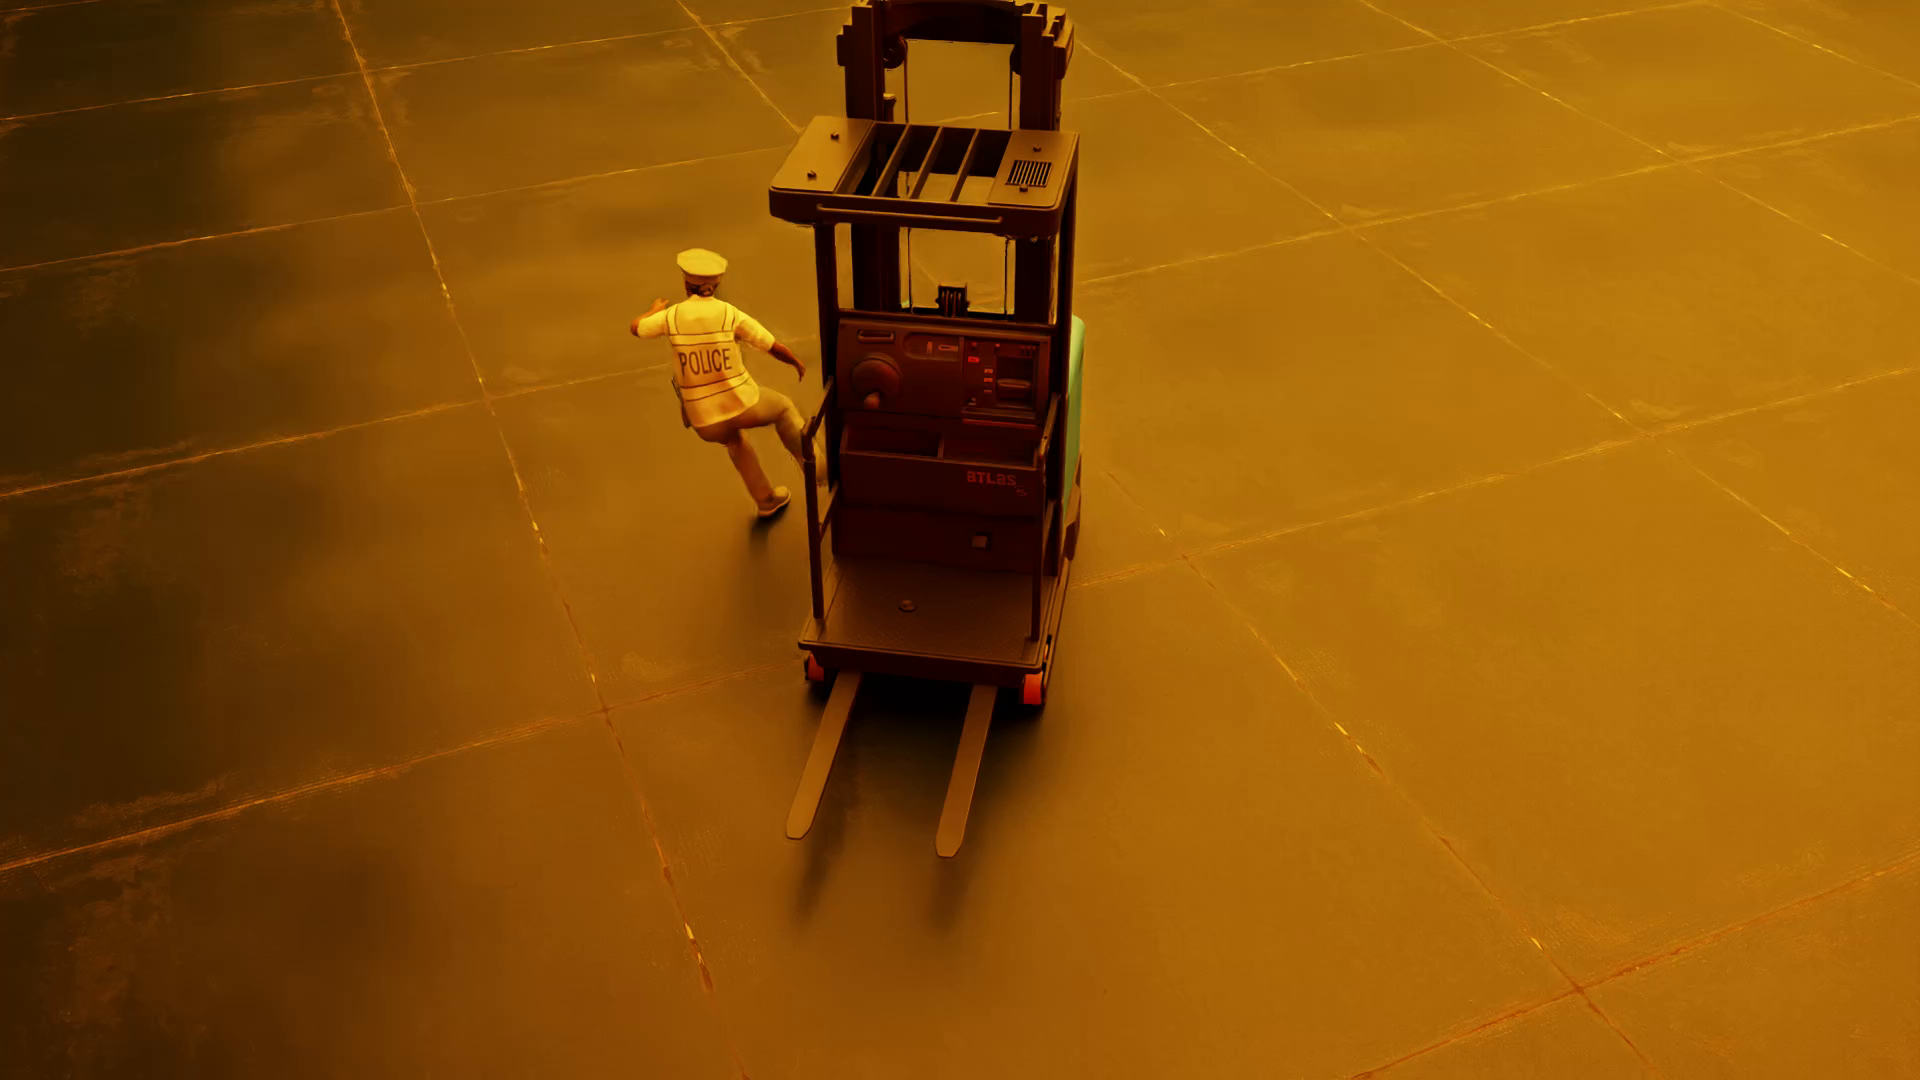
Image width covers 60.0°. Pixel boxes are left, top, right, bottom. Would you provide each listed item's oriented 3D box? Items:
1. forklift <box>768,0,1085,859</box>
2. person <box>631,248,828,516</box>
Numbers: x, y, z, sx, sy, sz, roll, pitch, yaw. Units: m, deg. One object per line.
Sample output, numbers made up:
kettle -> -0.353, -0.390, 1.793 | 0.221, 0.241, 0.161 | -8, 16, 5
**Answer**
forklift -> -0.109, -0.667, 7.037 | 1.130, 2.935, 3.031 | 6, 36, 8
person -> -1.107, -0.844, 8.580 | 1.095, 1.397, 0.895 | -7, 36, -9
